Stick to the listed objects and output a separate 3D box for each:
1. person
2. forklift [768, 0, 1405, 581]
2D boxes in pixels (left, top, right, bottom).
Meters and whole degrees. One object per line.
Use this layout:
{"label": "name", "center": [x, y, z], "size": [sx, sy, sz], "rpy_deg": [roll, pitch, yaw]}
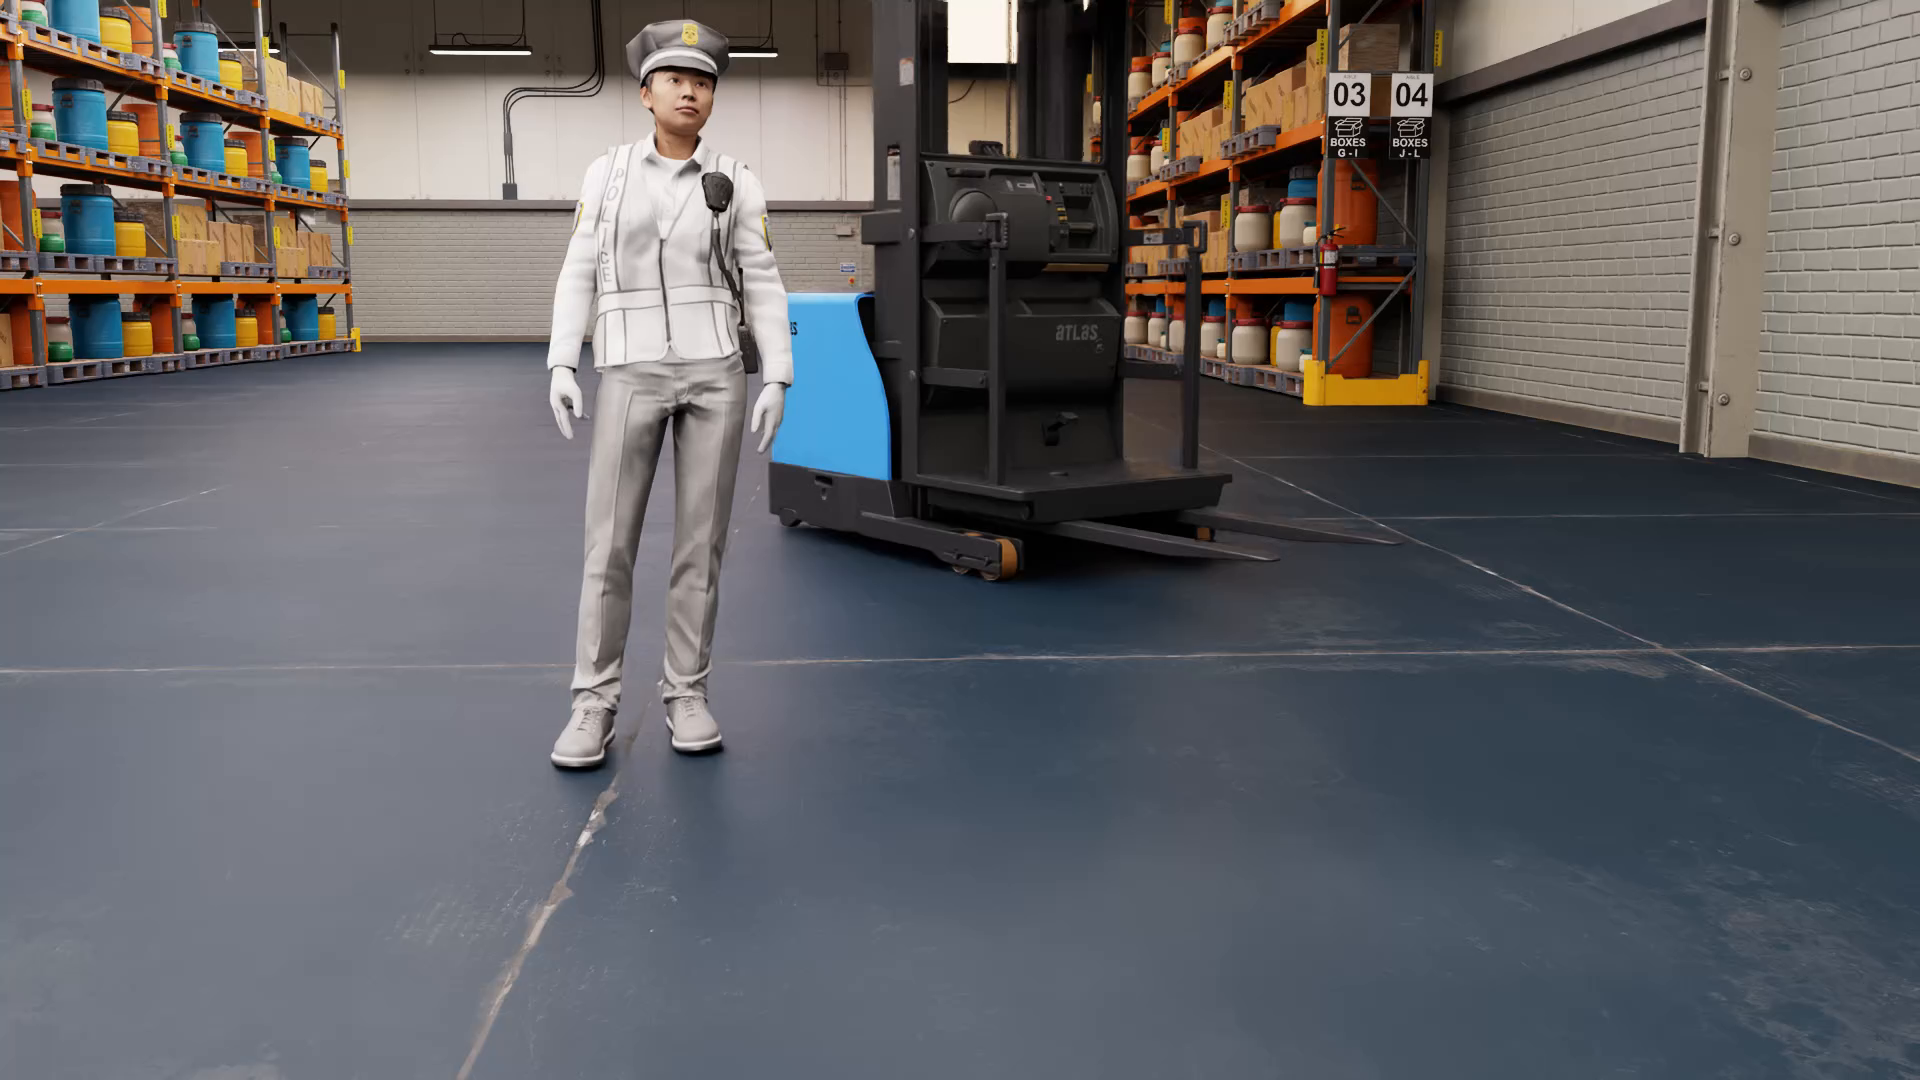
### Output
{"label": "person", "center": [-0.679, -0.358, 3.913], "size": [0.580, 1.698, 0.528], "rpy_deg": [-1, 9, -9]}
{"label": "forklift", "center": [0.385, -1.374, 6.582], "size": [1.130, 2.935, 3.031], "rpy_deg": [-6, 10, -35]}
